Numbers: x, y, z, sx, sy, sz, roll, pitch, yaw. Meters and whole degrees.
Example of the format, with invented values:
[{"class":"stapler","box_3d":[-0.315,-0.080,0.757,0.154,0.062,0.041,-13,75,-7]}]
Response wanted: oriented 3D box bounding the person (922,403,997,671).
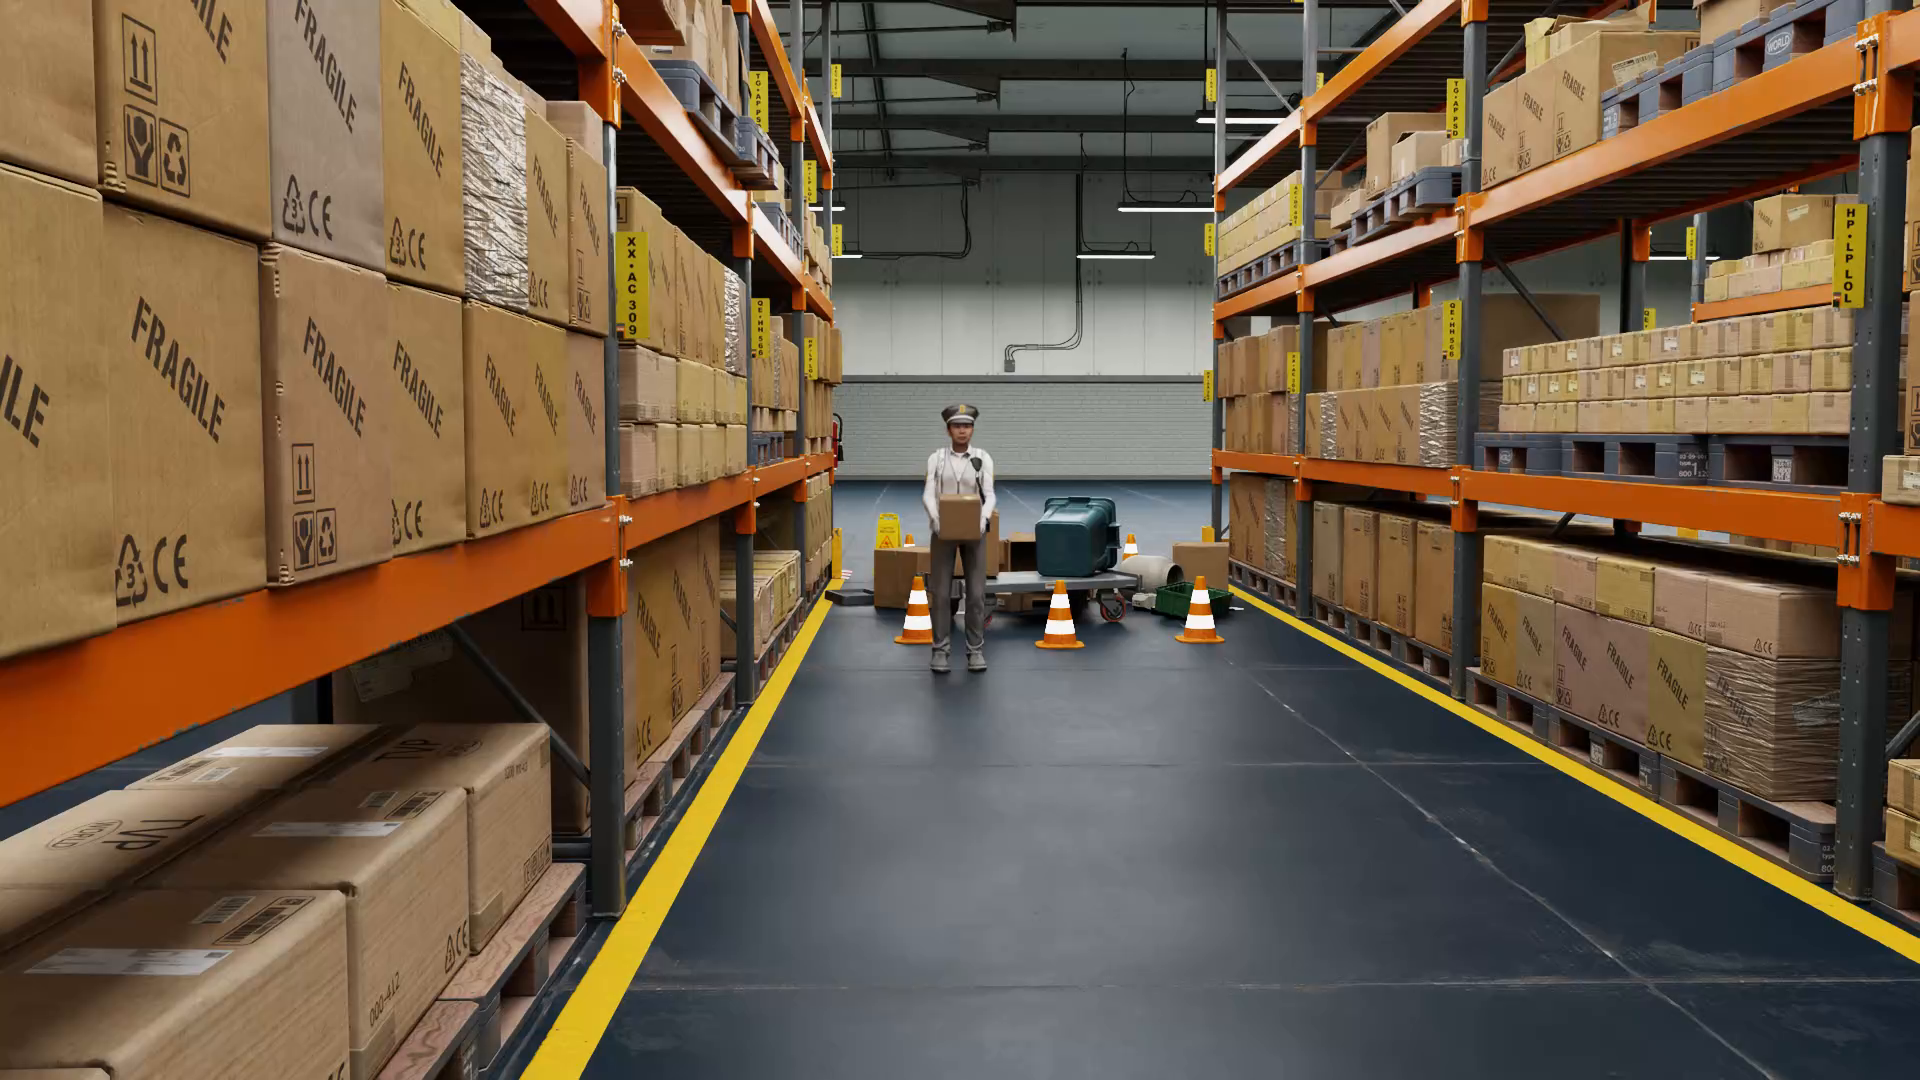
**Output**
[{"class":"person","box_3d":[-0.002,-0.019,10.543,0.479,1.692,0.529,0,4,-2]}]
